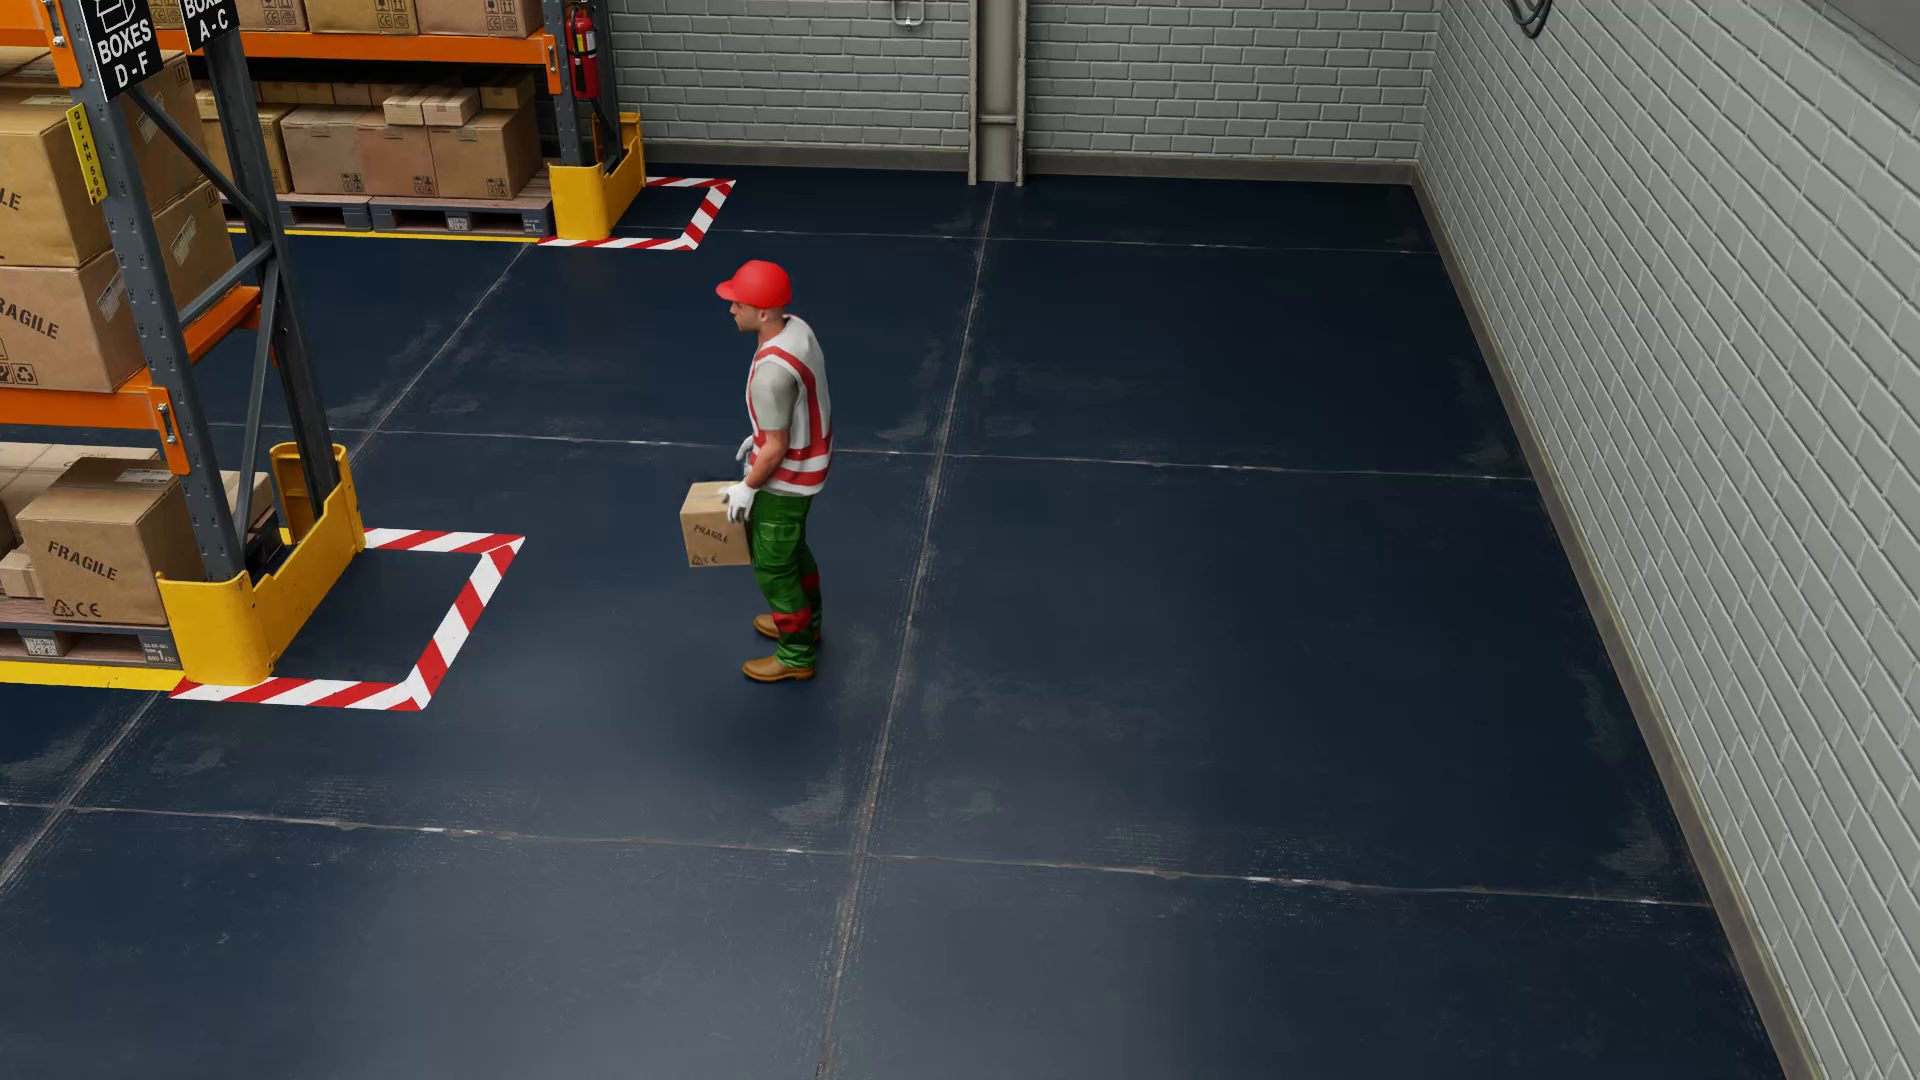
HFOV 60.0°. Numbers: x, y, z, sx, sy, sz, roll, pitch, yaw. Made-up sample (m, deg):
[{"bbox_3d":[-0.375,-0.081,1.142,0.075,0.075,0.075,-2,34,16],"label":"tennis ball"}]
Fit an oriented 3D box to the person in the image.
[{"bbox_3d":[-0.706,-0.259,6.533,0.414,1.788,0.544,2,32,3],"label":"person"}]
